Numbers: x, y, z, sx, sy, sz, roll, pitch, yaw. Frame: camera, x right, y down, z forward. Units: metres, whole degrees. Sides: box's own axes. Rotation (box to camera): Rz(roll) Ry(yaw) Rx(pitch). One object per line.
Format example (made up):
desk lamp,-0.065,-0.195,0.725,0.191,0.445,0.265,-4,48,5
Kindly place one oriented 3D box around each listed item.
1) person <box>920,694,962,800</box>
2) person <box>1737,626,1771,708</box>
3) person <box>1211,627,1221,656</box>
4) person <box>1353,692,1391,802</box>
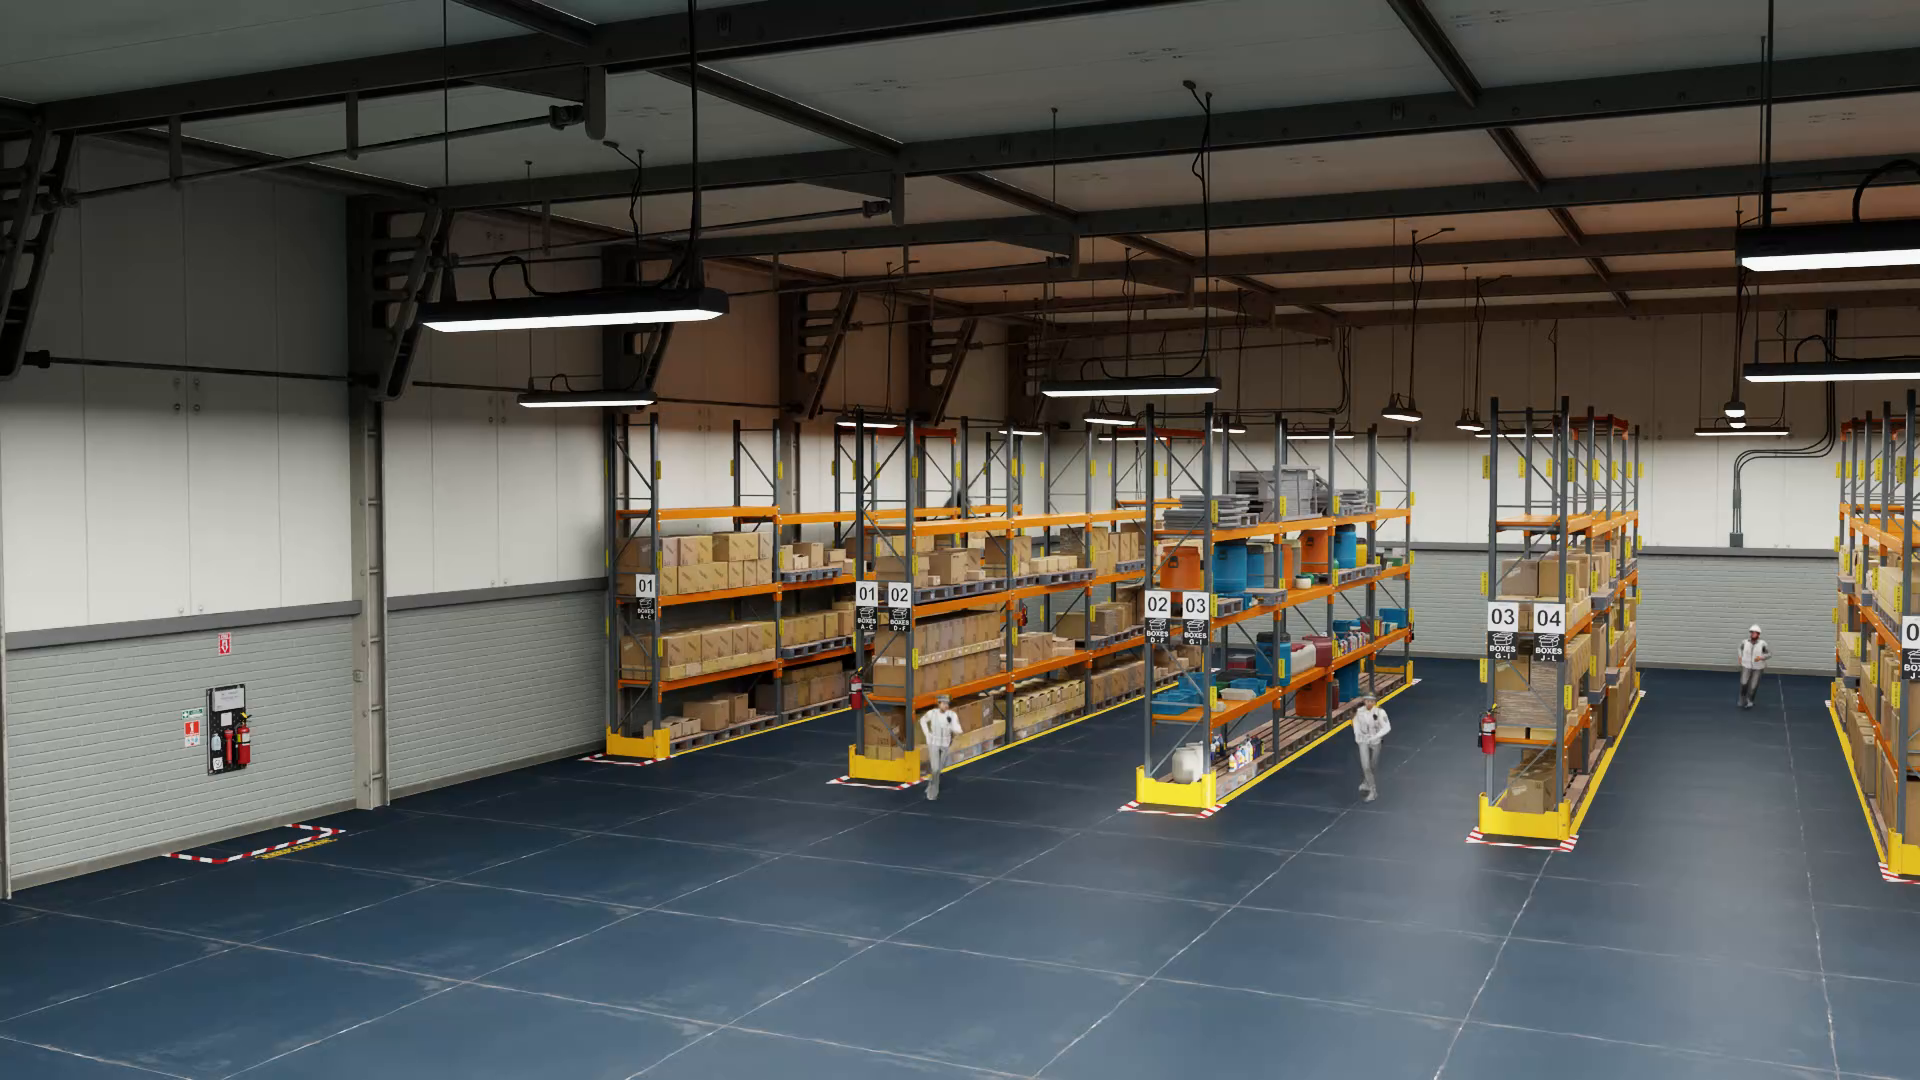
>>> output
person,-0.272,3.139,25.193,0.533,1.650,0.828,-1,3,-20
person,16.596,2.660,34.774,0.668,1.735,0.615,1,3,32
person,6.372,2.454,42.160,0.589,1.559,0.744,-2,3,-42
person,6.272,3.108,25.376,0.559,1.660,0.777,1,3,17
